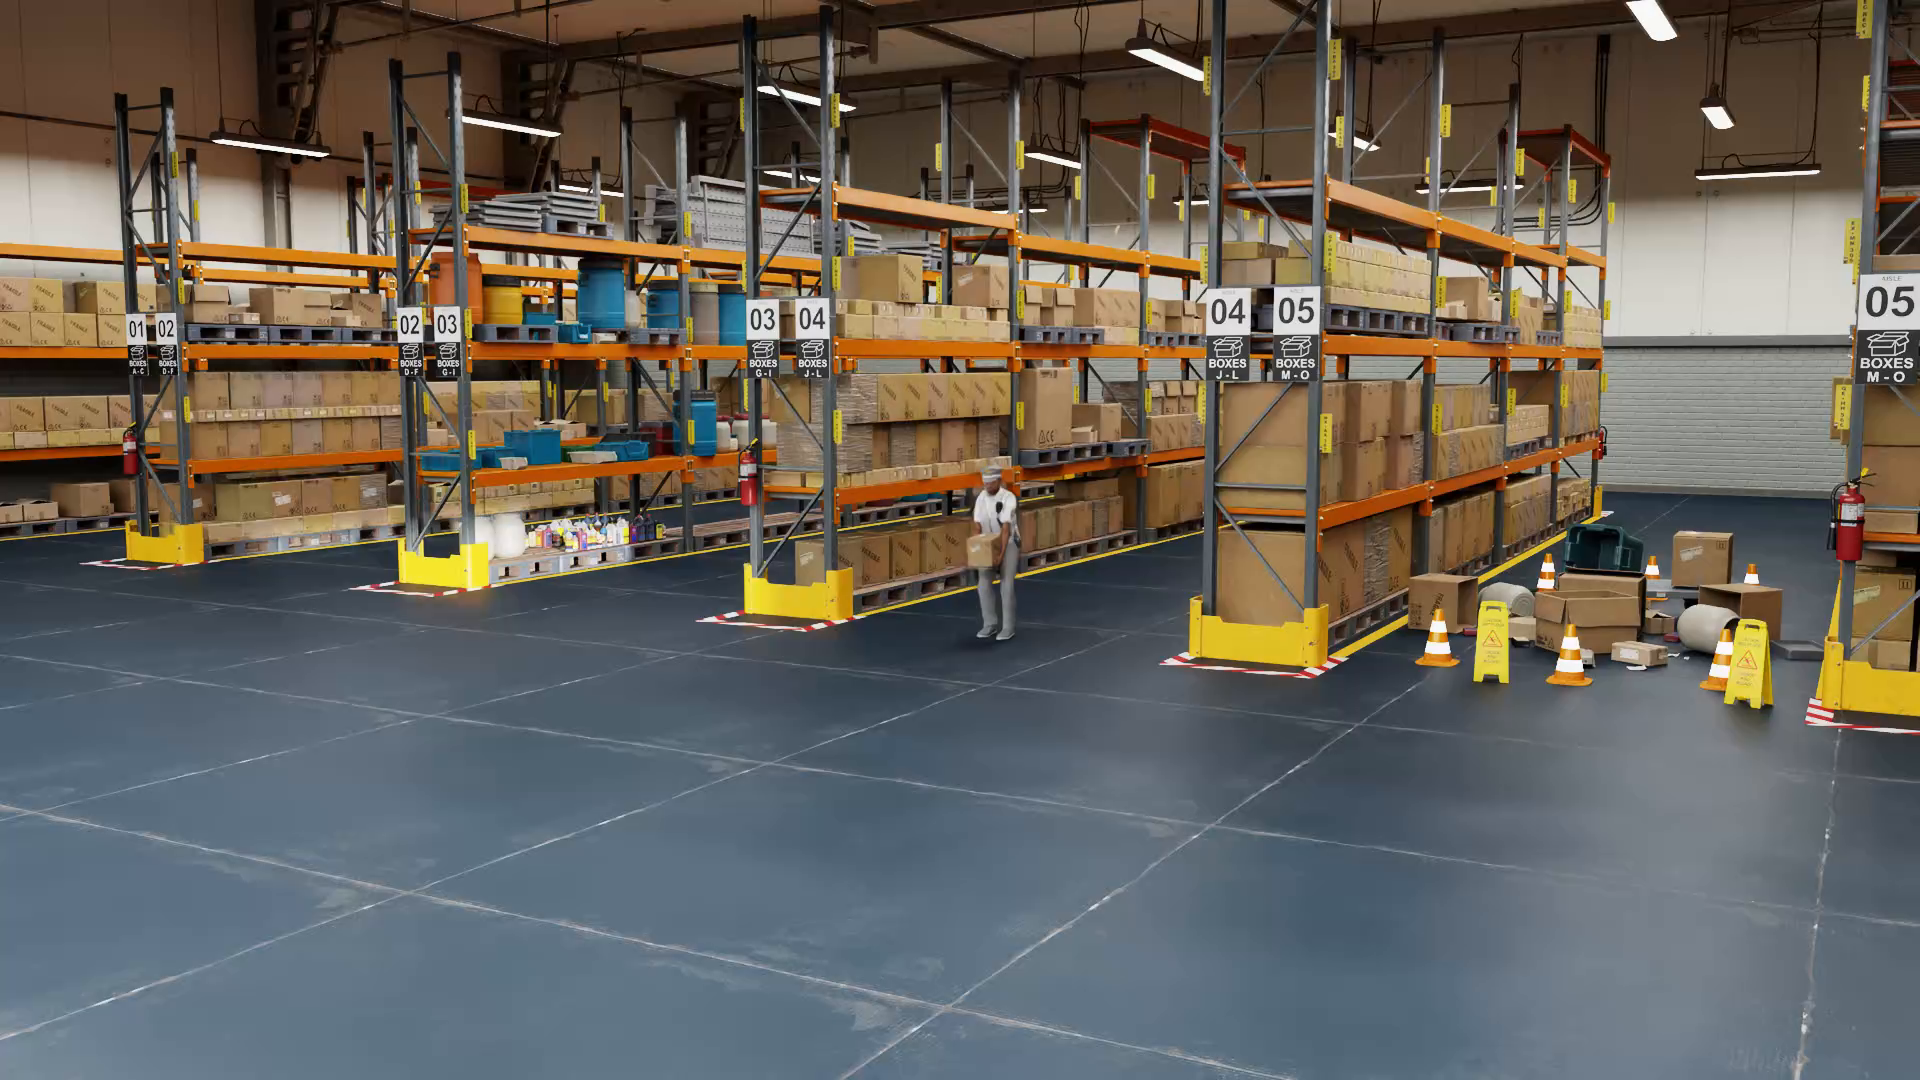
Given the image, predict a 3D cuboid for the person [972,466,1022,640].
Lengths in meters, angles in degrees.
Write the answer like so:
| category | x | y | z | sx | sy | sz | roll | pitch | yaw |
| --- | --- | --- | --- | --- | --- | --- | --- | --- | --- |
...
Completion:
| category | x | y | z | sx | sy | sz | roll | pitch | yaw |
| --- | --- | --- | --- | --- | --- | --- | --- | --- | --- |
| person | 0.336 | 0.116 | 15.509 | 0.414 | 1.623 | 0.561 | 3 | 7 | 28 |
